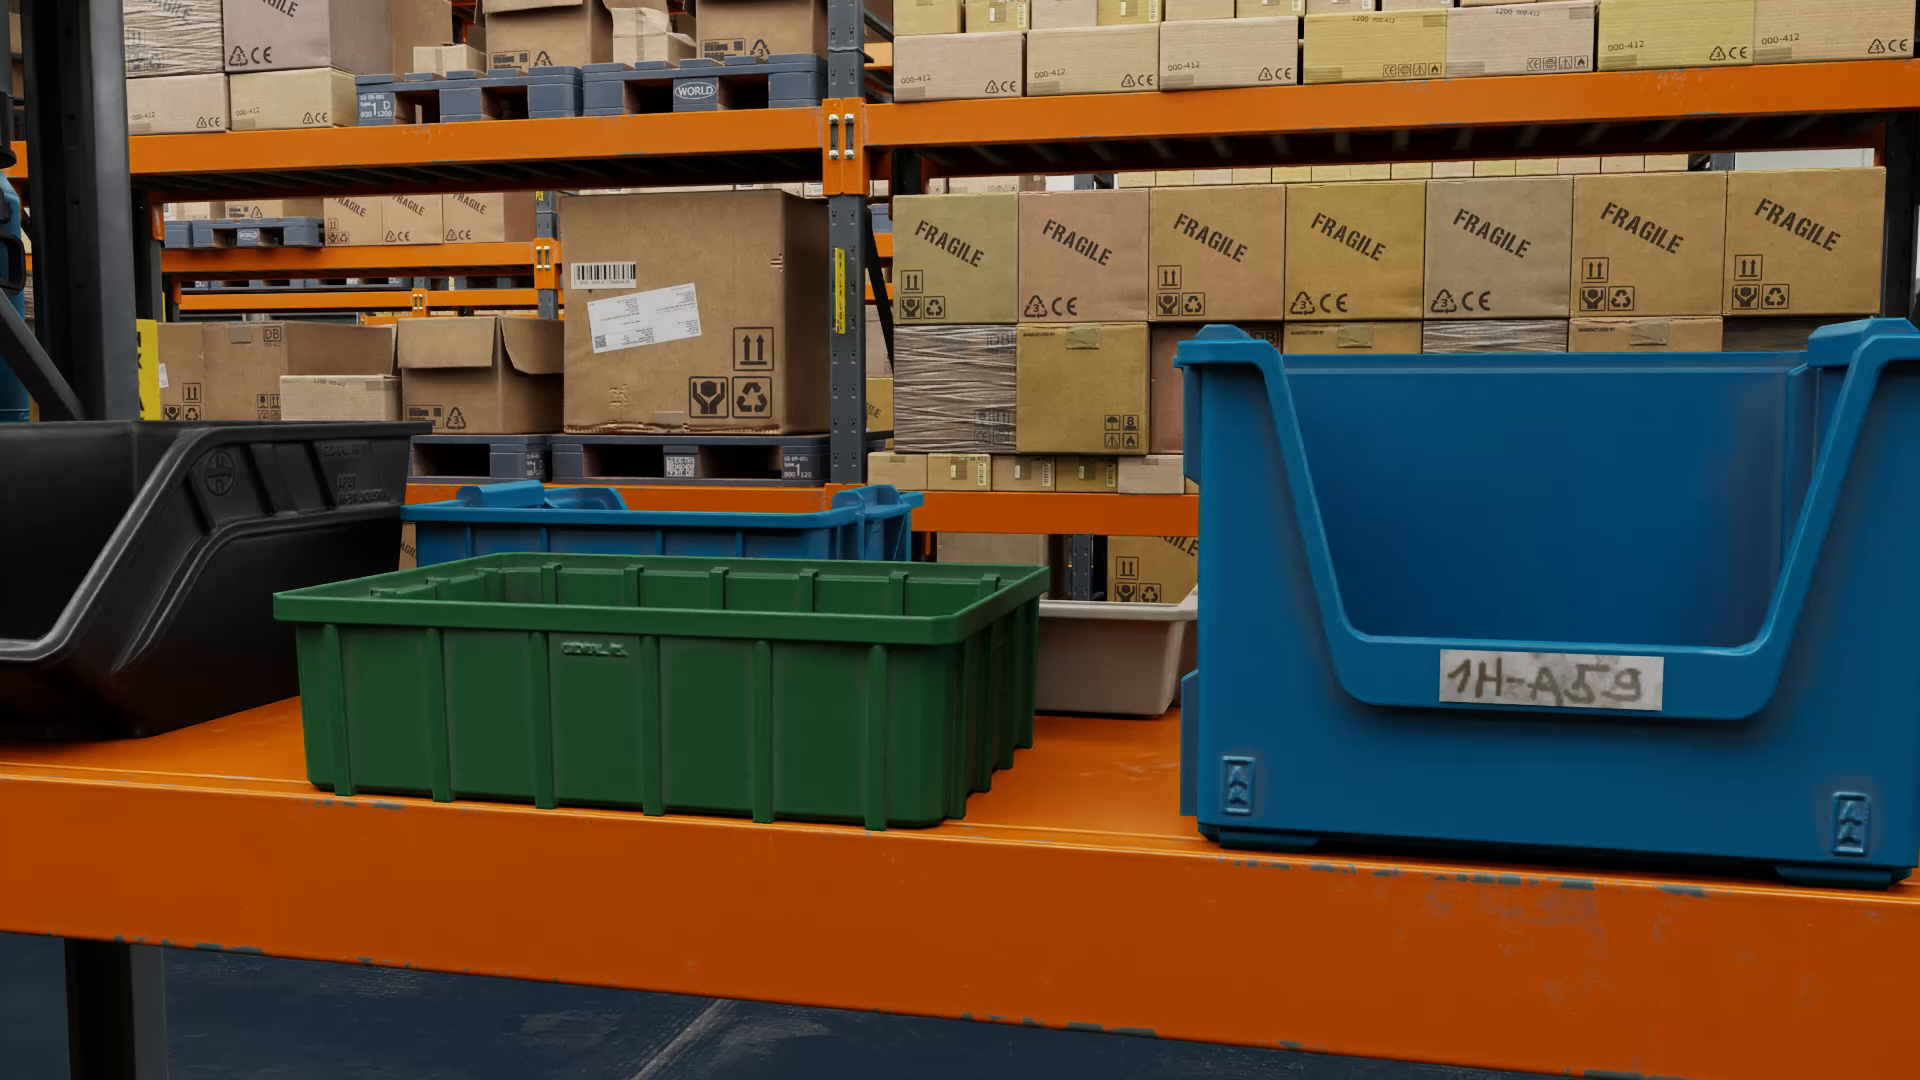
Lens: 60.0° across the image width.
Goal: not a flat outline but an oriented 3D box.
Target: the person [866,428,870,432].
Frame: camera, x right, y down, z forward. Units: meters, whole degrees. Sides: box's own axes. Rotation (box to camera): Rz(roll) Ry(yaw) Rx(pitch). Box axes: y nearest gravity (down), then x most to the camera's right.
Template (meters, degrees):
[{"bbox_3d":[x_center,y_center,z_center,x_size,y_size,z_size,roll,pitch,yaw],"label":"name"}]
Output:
[{"bbox_3d":[-0.610,-0.022,10.200,0.360,1.656,0.568,1,5,8],"label":"person"}]
